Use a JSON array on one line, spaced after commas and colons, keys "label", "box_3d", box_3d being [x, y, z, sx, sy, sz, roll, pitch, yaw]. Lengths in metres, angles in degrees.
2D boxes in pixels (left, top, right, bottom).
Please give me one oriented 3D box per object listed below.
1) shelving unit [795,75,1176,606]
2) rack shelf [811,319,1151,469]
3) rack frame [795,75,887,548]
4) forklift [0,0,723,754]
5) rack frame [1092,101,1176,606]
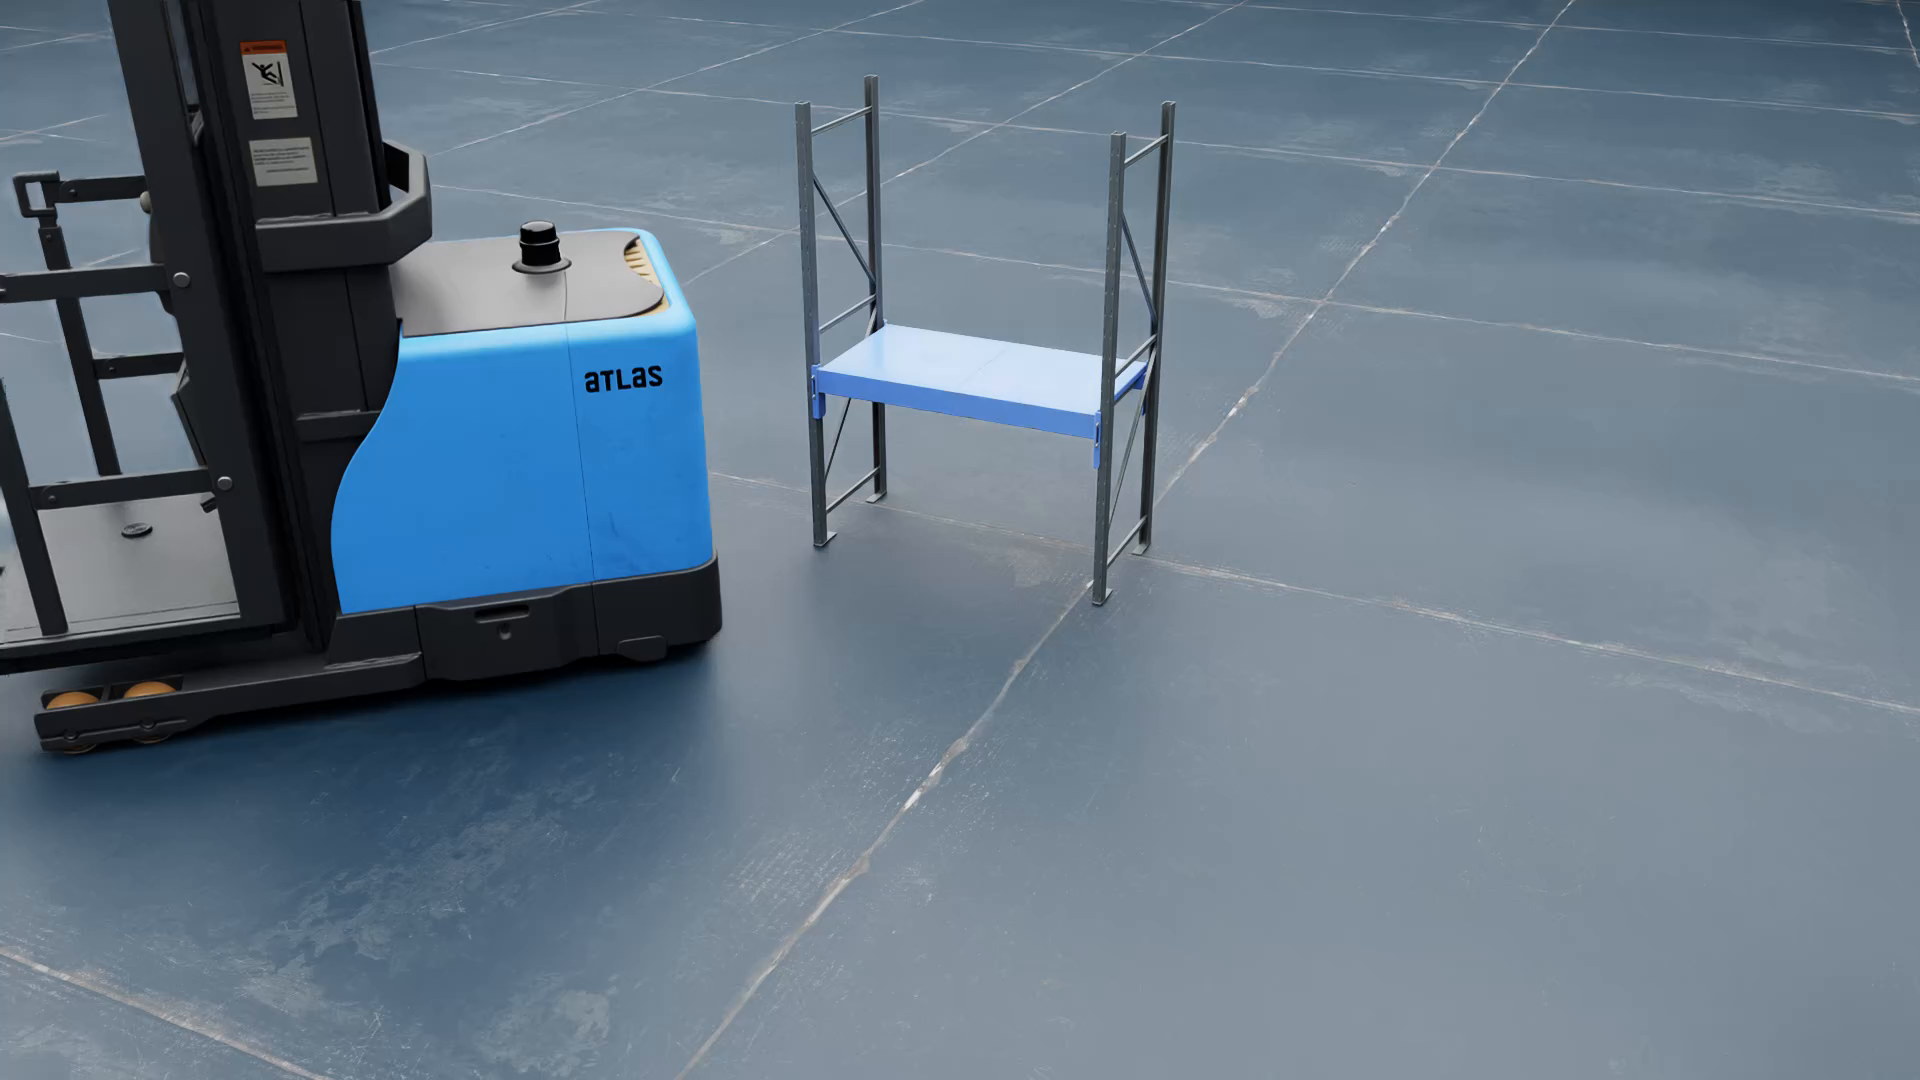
[{"label": "shelving unit", "box_3d": [0.078, -0.657, 5.387, 1.048, 1.500, 0.538, 11, 28, 22]}, {"label": "rack shelf", "box_3d": [0.078, -0.496, 5.467, 1.000, 0.185, 0.538, 11, 28, 22]}, {"label": "rack frame", "box_3d": [-0.385, -0.750, 5.576, 0.032, 1.500, 0.500, 11, 28, 22]}, {"label": "forklift", "box_3d": [-2.298, -0.989, 4.440, 3.031, 2.935, 1.130, -7, 27, -15]}, {"label": "rack frame", "box_3d": [0.540, -0.564, 5.198, 0.032, 1.500, 0.500, 11, 28, 22]}]
